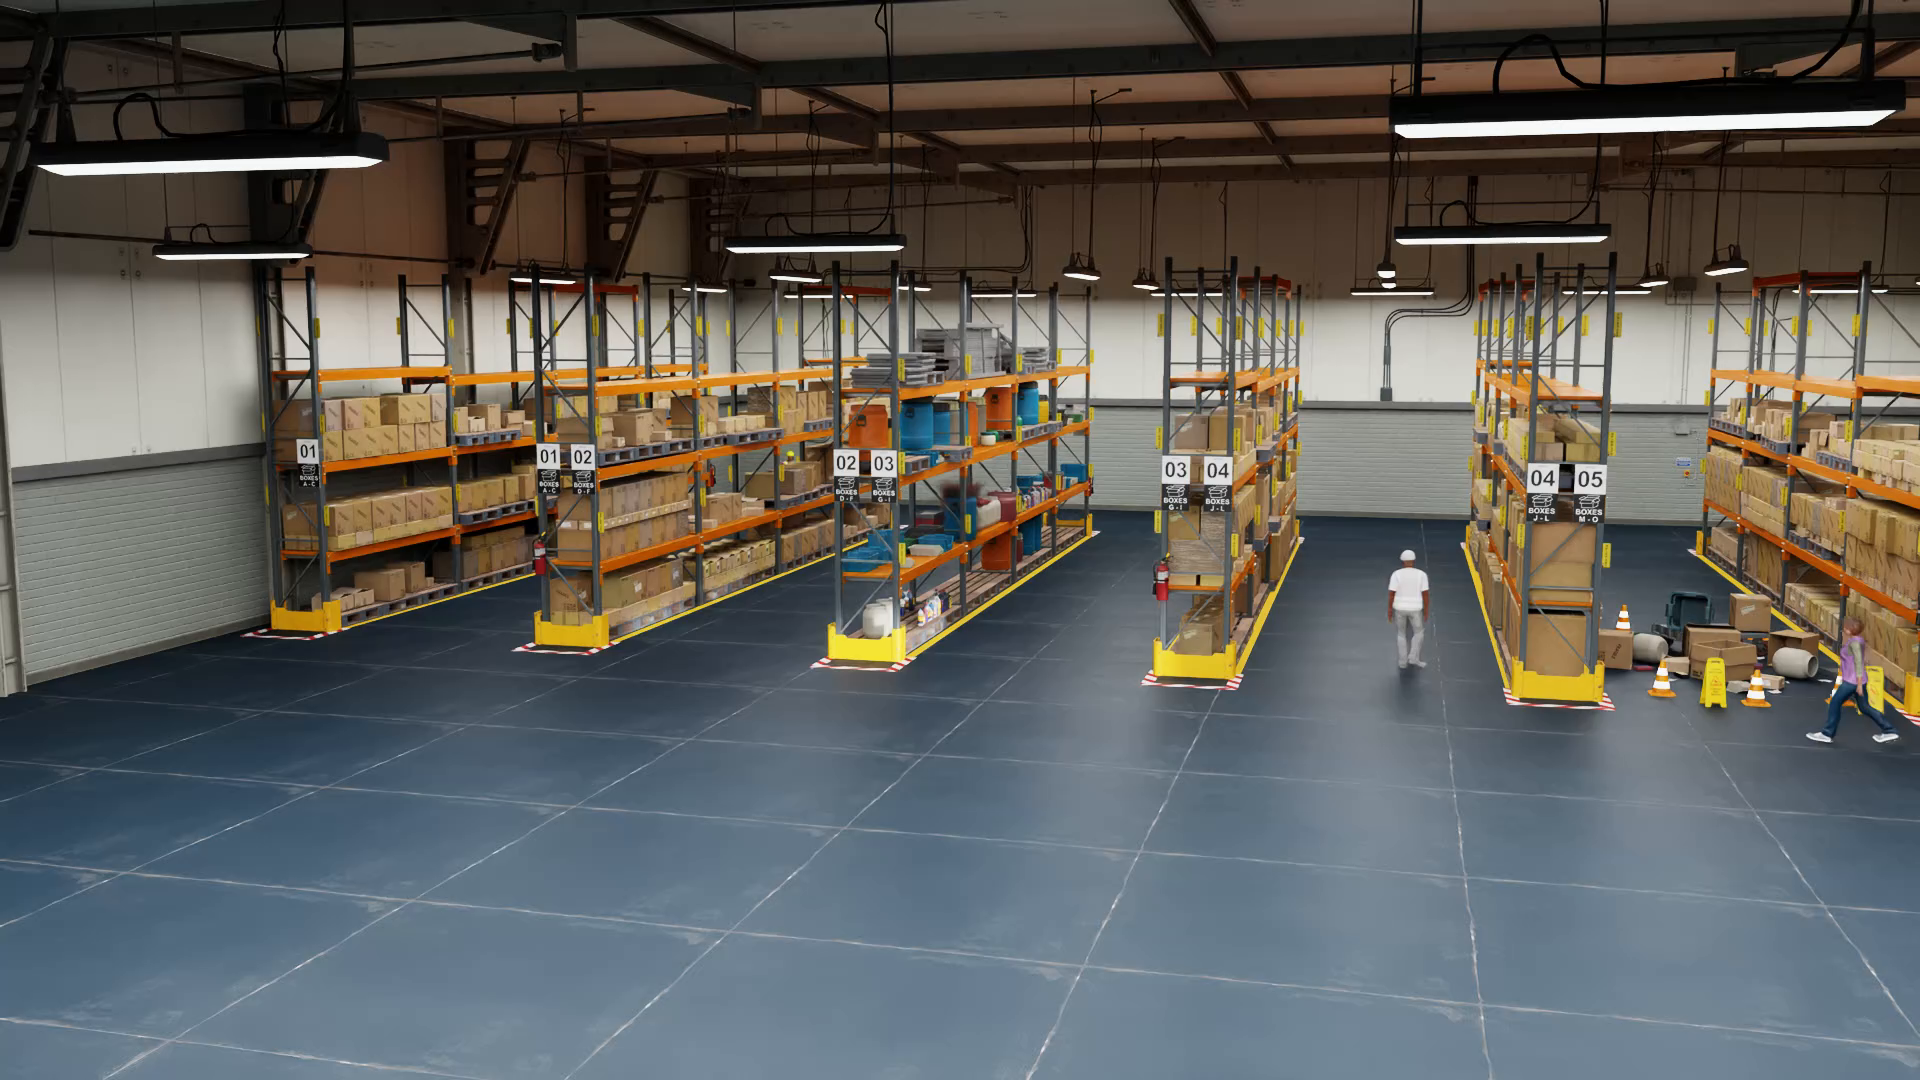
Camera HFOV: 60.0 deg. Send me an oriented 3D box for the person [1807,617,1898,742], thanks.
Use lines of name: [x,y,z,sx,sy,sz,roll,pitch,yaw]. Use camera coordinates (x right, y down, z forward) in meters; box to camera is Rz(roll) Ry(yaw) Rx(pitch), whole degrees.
person: [10.777,1.698,20.005,0.967,1.538,0.417,5,9,32]

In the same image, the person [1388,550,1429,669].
person: [6.610,1.029,24.539,0.589,1.765,0.548,2,7,14]

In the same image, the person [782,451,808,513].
person: [-4.532,-1.542,44.799,1.095,1.709,0.564,3,8,23]
